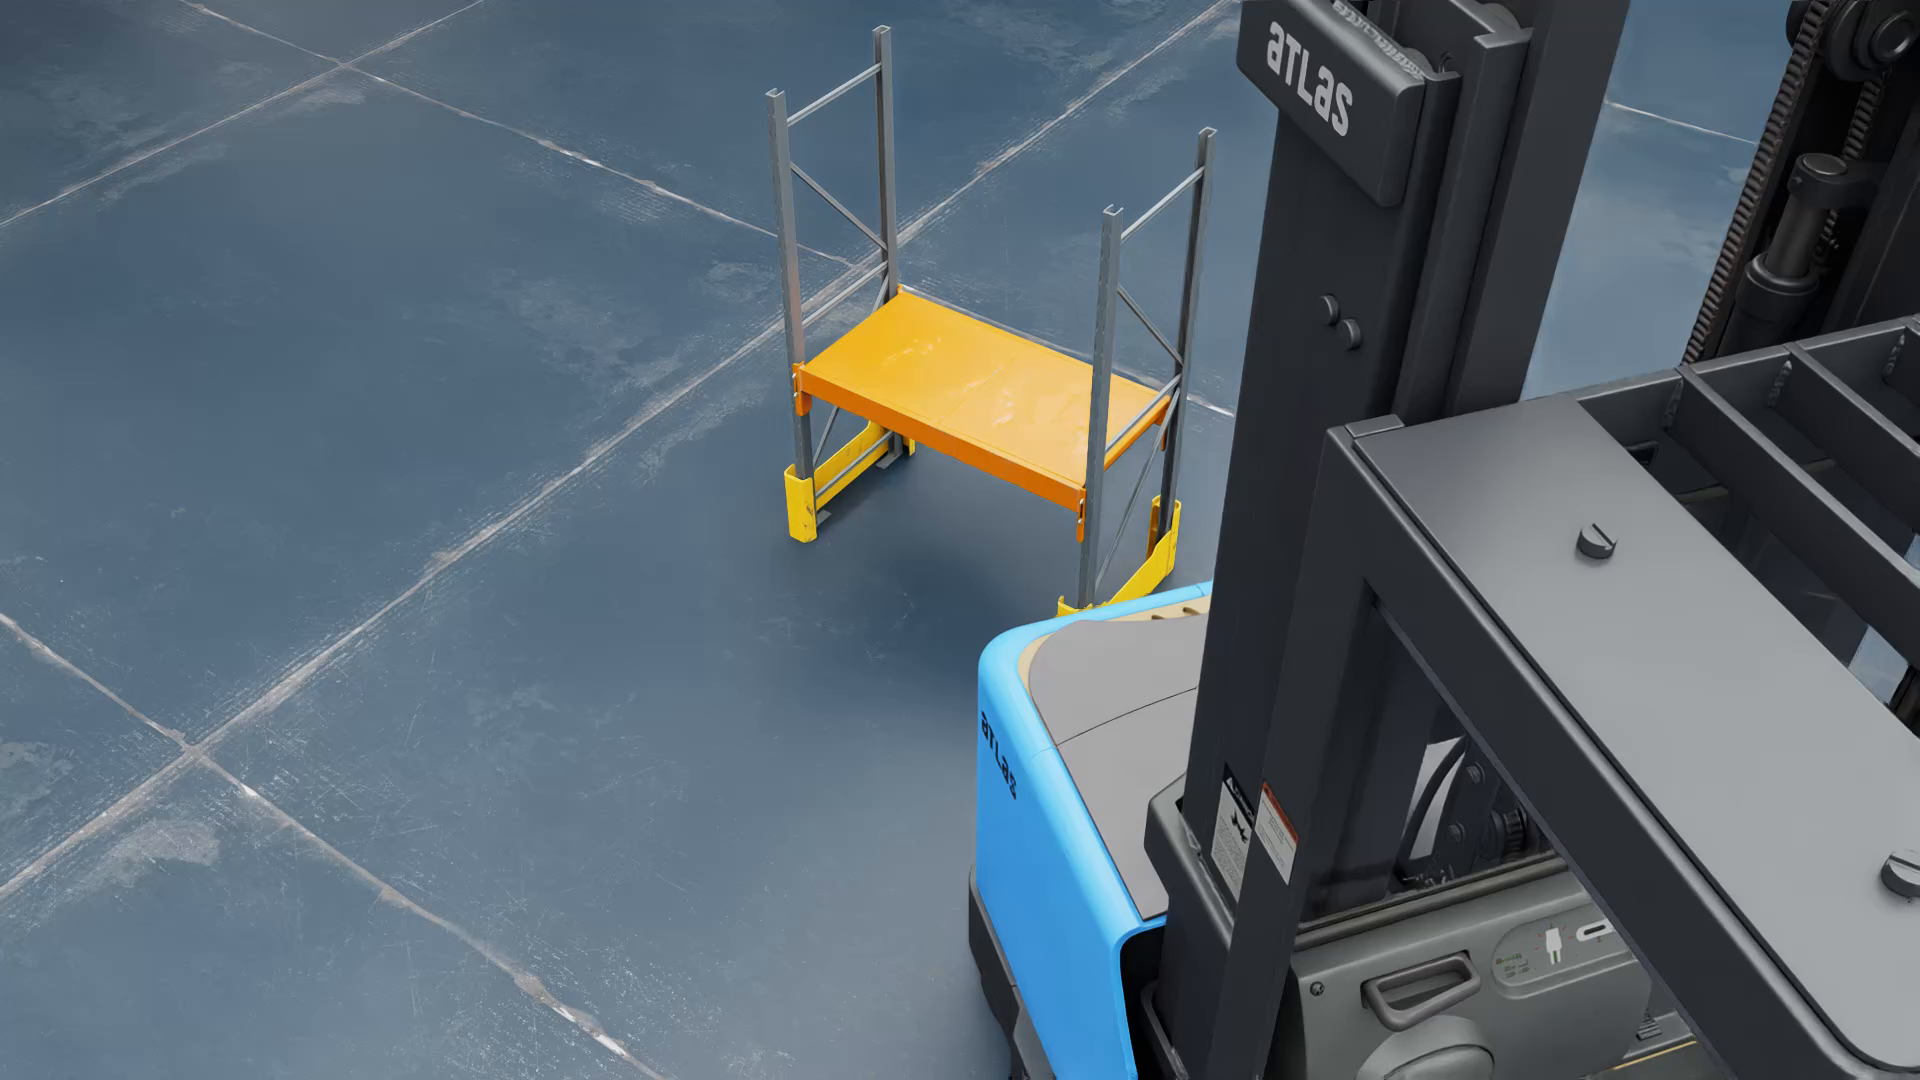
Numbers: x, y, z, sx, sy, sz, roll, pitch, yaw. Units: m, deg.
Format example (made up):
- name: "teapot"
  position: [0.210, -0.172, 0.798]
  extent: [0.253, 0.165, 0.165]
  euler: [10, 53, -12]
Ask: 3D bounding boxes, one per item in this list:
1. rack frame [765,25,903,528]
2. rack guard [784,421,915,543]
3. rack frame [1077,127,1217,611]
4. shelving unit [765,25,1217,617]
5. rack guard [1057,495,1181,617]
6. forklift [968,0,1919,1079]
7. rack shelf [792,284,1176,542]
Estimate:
- name: "rack frame"
  position: [-0.346, -0.721, 4.931]
  extent: [0.032, 1.500, 0.500]
  euler: [25, 48, 25]
- name: "rack guard"
  position: [-0.345, -0.255, 5.347]
  extent: [0.087, 0.250, 0.587]
  euler: [25, 48, 25]
- name: "rack frame"
  position: [0.486, -0.332, 4.496]
  extent: [0.032, 1.500, 0.500]
  euler: [25, 48, 25]
- name: "shelving unit"
  position: [0.062, -0.530, 4.717]
  extent: [1.083, 1.500, 0.587]
  euler: [25, 48, 25]
- name: "rack guard"
  position: [0.470, 0.127, 4.921]
  extent: [0.087, 0.250, 0.587]
  euler: [25, 48, 25]
- name: "forklift"
  position: [0.972, 0.734, 2.232]
  extent: [1.130, 2.935, 3.031]
  euler: [-13, 43, -14]
- name: "rack shelf"
  position: [0.070, -0.392, 4.833]
  extent: [1.000, 0.185, 0.538]
  euler: [25, 48, 25]
